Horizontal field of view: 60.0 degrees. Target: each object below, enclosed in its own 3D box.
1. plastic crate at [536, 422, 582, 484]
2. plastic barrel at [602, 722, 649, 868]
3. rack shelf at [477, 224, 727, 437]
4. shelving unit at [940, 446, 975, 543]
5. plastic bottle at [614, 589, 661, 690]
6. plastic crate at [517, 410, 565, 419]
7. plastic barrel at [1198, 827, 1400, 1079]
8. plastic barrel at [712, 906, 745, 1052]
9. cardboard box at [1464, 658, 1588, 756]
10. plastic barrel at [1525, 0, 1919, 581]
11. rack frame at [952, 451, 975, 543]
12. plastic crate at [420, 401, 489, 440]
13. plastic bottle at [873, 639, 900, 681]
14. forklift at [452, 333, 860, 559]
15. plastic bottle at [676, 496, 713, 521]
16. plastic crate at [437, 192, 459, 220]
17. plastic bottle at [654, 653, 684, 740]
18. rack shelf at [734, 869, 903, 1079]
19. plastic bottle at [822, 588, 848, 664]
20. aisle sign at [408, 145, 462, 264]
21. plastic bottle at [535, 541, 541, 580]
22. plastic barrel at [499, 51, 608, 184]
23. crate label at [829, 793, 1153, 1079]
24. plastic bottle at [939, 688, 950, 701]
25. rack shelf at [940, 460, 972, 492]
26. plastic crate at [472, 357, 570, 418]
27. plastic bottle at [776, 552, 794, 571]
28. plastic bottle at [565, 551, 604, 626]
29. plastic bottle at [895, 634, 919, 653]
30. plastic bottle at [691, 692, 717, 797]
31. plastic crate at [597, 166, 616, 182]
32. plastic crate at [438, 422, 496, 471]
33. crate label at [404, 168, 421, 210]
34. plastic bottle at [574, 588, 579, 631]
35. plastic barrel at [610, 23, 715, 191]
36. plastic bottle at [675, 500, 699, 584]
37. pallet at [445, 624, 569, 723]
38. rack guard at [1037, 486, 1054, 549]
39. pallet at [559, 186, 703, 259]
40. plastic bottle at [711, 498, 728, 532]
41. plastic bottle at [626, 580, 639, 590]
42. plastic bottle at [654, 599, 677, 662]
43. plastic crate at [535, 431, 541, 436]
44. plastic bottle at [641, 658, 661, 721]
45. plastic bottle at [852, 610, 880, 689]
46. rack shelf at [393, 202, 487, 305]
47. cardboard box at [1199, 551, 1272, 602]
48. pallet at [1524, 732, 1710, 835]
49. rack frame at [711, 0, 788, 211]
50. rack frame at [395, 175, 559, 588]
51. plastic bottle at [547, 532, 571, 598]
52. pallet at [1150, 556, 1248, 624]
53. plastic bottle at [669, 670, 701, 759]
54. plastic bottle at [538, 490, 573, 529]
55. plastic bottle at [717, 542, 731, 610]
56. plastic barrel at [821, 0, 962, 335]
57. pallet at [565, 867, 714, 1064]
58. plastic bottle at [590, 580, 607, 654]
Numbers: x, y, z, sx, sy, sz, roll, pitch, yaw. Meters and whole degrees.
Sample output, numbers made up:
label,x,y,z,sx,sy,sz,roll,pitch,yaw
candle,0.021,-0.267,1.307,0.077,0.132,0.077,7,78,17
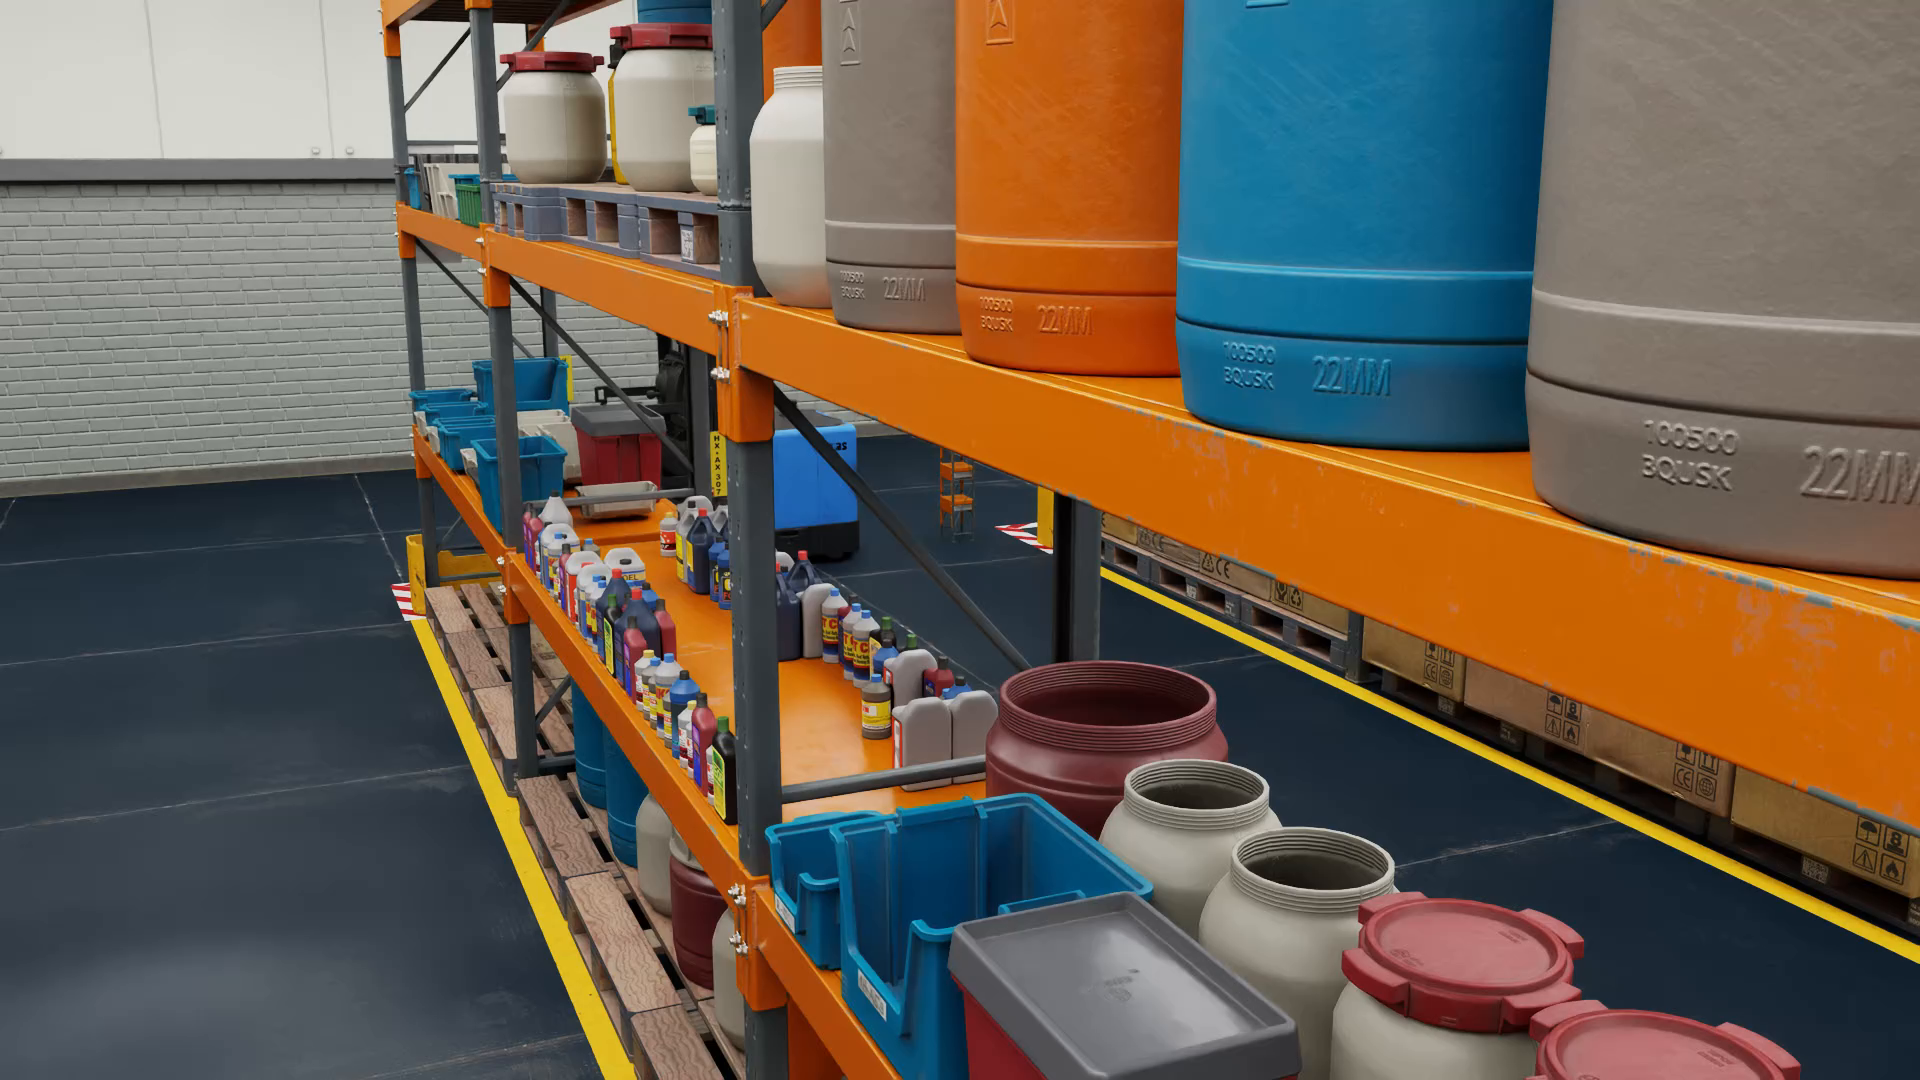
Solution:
label,x,y,z,sx,sy,sz,roll,pitch,yaw
plastic crate,-2.145,-0.495,9.487,0.437,0.282,0.530,-6,14,-23
plastic barrel,-1.216,0.886,7.111,0.600,0.901,0.708,-6,14,-23
rack shelf,-0.901,-0.889,6.003,1.077,0.370,4.000,-6,14,-23
shelving unit,-0.021,-0.523,13.799,0.215,1.050,0.252,-6,14,-23
plastic bottle,-1.136,0.341,5.854,0.144,0.351,0.185,-6,14,-23
plastic crate,-2.812,-0.767,10.982,0.396,0.136,0.243,-6,14,-23
plastic barrel,0.676,0.860,3.252,0.421,0.512,0.421,0,13,0
plastic barrel,-0.620,1.434,5.608,0.421,0.512,0.421,0,13,0
cardboard box,3.469,0.506,8.810,1.225,0.875,0.875,-6,14,-25
plastic barrel,0.838,-0.465,1.463,0.600,0.901,0.600,0,13,0
rack frame,0.027,-0.497,13.690,0.200,1.050,0.008,-6,14,-23
plastic crate,-3.244,-0.749,10.692,0.416,0.233,0.300,-6,14,-23
plastic bottle,-0.240,0.462,5.506,0.097,0.271,0.097,0,13,0
forklift,-2.356,-1.236,12.712,3.031,2.935,1.130,-6,14,-25
plastic bottle,-1.248,-0.079,7.834,0.152,0.276,0.135,-6,14,-23
plastic crate,-2.561,-1.753,8.724,0.293,0.136,0.466,-6,14,-23
plastic bottle,-0.931,0.499,5.348,0.097,0.271,0.097,0,13,0
rack shelf,0.701,1.398,2.771,1.077,0.370,4.000,-6,14,-23
plastic bottle,-0.461,0.314,6.147,0.097,0.271,0.097,0,13,0
aisle sign,-3.606,-2.273,11.272,0.394,0.787,0.004,-6,14,-23
plastic bottle,-1.830,0.069,7.359,0.097,0.201,0.097,0,13,0
plastic barrel,-1.721,-1.793,7.077,0.433,0.535,0.433,0,13,0
crate label,0.050,0.847,3.479,0.502,0.435,0.616,-6,14,-23
plastic bottle,-0.038,0.566,5.211,0.097,0.201,0.097,0,13,0
rack shelf,-0.021,-0.512,13.802,0.215,0.259,0.240,-6,14,-23
plastic crate,-2.999,-1.012,11.380,0.616,0.435,0.499,-6,14,-23
plastic bottle,-0.753,0.176,6.731,0.152,0.276,0.135,-6,14,-23
plastic bottle,-1.495,0.190,6.671,0.152,0.276,0.135,-6,14,-23
plastic bottle,-0.174,0.446,5.551,0.061,0.283,0.133,-6,14,-23
plastic bottle,-0.745,0.599,4.889,0.061,0.283,0.133,-6,14,-23
plastic crate,-1.949,-1.871,8.938,0.497,0.269,0.590,-6,14,-23
plastic crate,-2.860,-0.551,9.836,0.416,0.233,0.300,-6,14,-23
crate label,-3.231,-2.187,10.345,0.408,0.251,0.502,-6,14,-23
plastic bottle,-1.474,0.253,6.566,0.097,0.201,0.097,0,13,0
plastic barrel,-0.948,-1.450,5.598,0.433,0.535,0.433,0,13,0
plastic bottle,-1.166,0.006,7.302,0.144,0.351,0.185,-6,14,-23
pallet,-2.525,0.766,10.092,1.003,0.211,1.213,-6,14,-23
rack guard,1.224,-0.253,13.853,1.175,0.500,0.348,-6,14,-23
pallet,-0.842,-1.174,6.056,1.003,0.211,1.213,-6,14,-23
plastic bottle,-1.034,-0.007,7.359,0.144,0.351,0.185,-6,14,-23
plastic bottle,-1.295,0.259,6.538,0.097,0.201,0.097,0,13,0
plastic bottle,-1.053,0.359,5.924,0.061,0.283,0.133,-6,14,-23
plastic crate,-2.440,-0.591,10.222,0.298,0.136,0.250,-6,14,-23
plastic bottle,-1.009,0.493,5.530,0.097,0.201,0.097,0,13,0
plastic bottle,-0.330,0.382,5.854,0.097,0.271,0.097,0,13,0
rack shelf,-2.504,-1.716,9.574,1.077,0.370,4.000,-6,14,-23
cardboard box,2.284,-0.138,11.595,0.875,0.875,0.875,-6,14,-23
pallet,3.707,1.124,8.543,1.003,0.211,1.213,-6,14,-23
rack frame,-0.100,-2.288,3.799,1.000,3.000,0.127,-6,14,-23
rack frame,-3.305,-1.018,11.616,1.000,3.000,0.127,-6,14,-23
plastic bottle,-1.698,0.103,7.058,0.097,0.271,0.097,0,13,0
pallet,2.110,0.303,12.093,1.003,0.211,1.213,-6,14,-23
plastic bottle,-0.853,0.539,5.174,0.097,0.271,0.097,0,13,0
plastic bottle,-1.842,-0.057,7.575,0.144,0.351,0.185,-6,14,-23
plastic bottle,-0.953,0.146,6.873,0.097,0.271,0.097,0,13,0
plastic barrel,0.030,-0.882,3.263,0.600,0.901,0.600,0,13,0
pallet,-0.939,1.582,6.565,1.003,0.211,1.213,-6,14,-23
plastic bottle,-1.342,0.287,6.264,0.097,0.271,0.097,0,13,0
